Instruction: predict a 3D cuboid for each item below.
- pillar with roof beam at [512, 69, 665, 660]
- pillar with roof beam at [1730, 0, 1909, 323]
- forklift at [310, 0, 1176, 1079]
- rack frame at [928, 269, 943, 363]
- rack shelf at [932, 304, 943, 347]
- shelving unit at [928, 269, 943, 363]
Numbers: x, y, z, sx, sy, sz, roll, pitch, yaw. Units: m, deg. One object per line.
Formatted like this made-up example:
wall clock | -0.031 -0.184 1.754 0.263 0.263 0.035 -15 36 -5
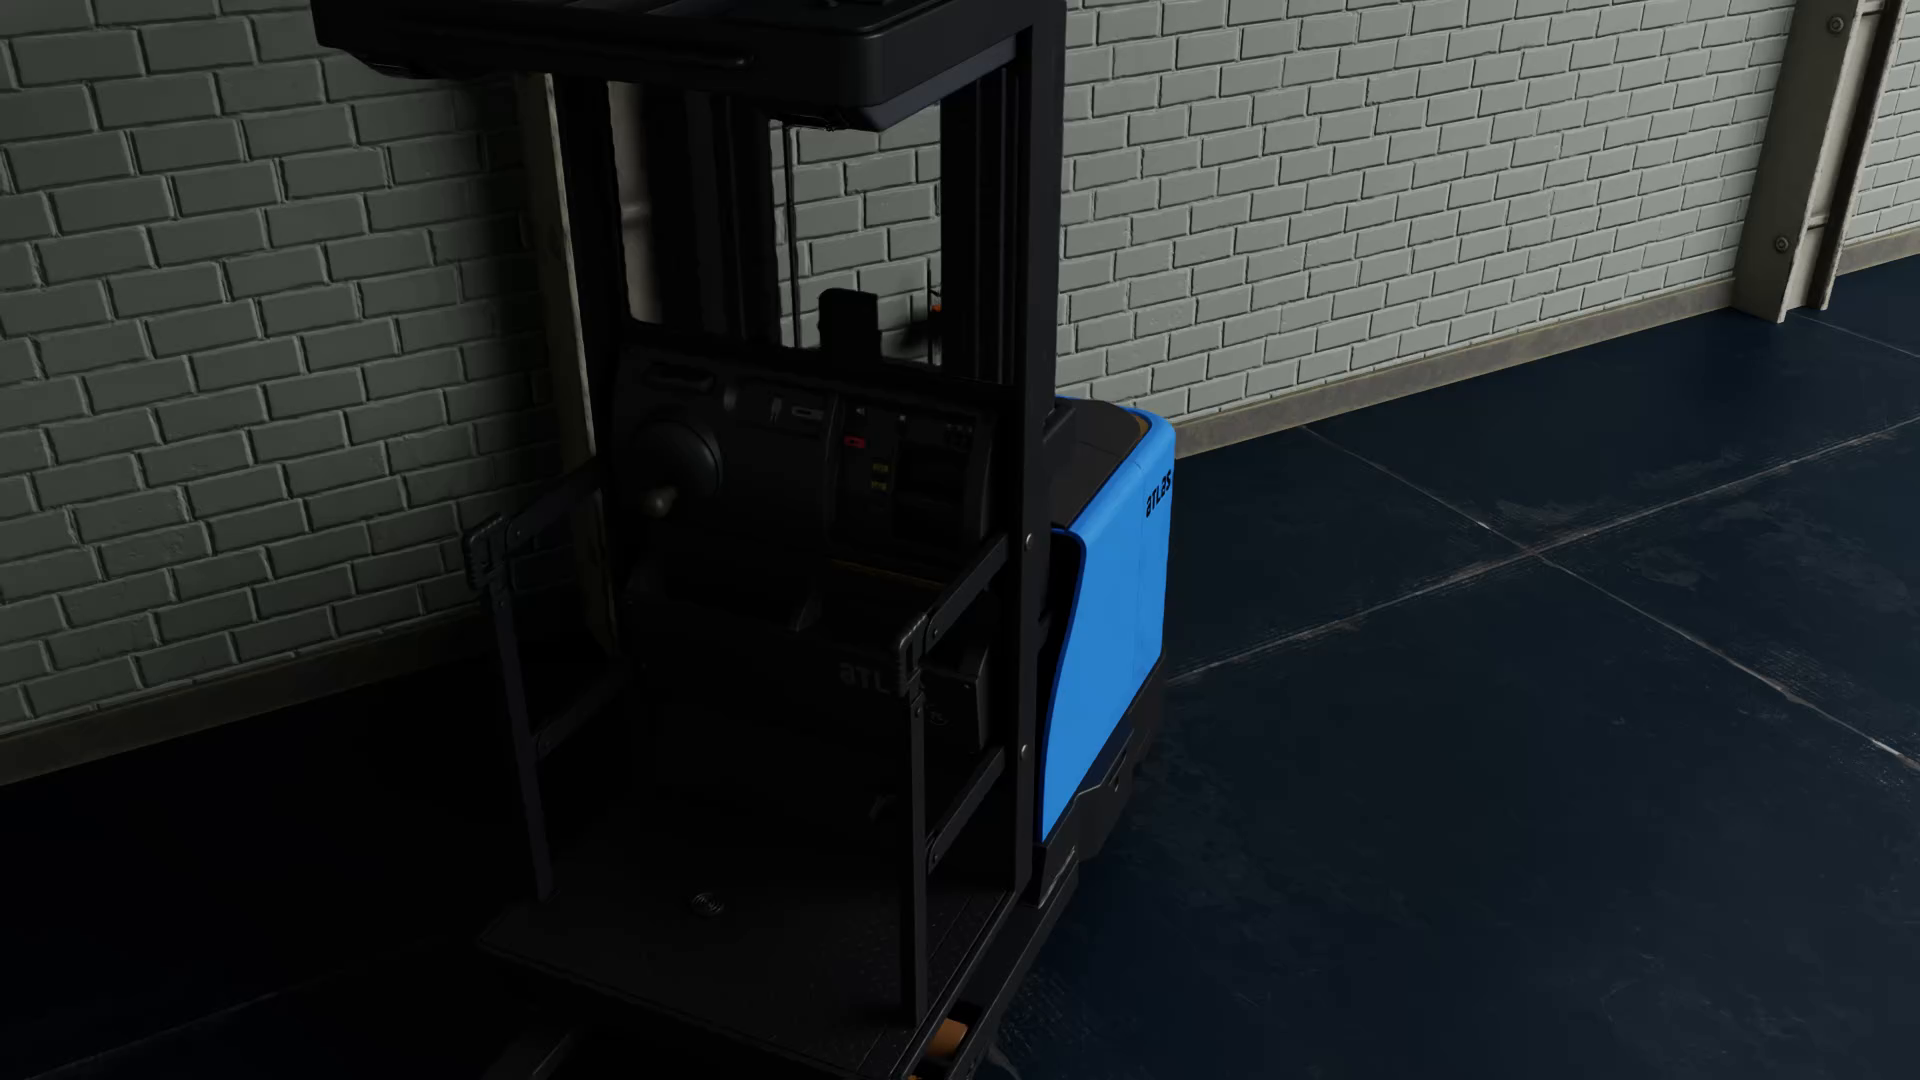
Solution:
pillar with roof beam | 1.122 -1.858 0.303 0.400 9.000 9.100 -16 33 -26
pillar with roof beam | 6.295 -3.326 2.964 0.400 9.000 9.100 -16 33 -26
forklift | -0.443 -0.143 3.476 1.130 2.935 3.031 12 31 21
rack frame | -0.059 -0.443 5.966 0.008 1.050 0.200 -16 33 -26
rack shelf | 0.046 -0.712 5.888 0.240 0.259 0.215 -16 33 -26
shelving unit | 0.046 -0.473 6.020 0.252 1.050 0.215 -16 33 -26
